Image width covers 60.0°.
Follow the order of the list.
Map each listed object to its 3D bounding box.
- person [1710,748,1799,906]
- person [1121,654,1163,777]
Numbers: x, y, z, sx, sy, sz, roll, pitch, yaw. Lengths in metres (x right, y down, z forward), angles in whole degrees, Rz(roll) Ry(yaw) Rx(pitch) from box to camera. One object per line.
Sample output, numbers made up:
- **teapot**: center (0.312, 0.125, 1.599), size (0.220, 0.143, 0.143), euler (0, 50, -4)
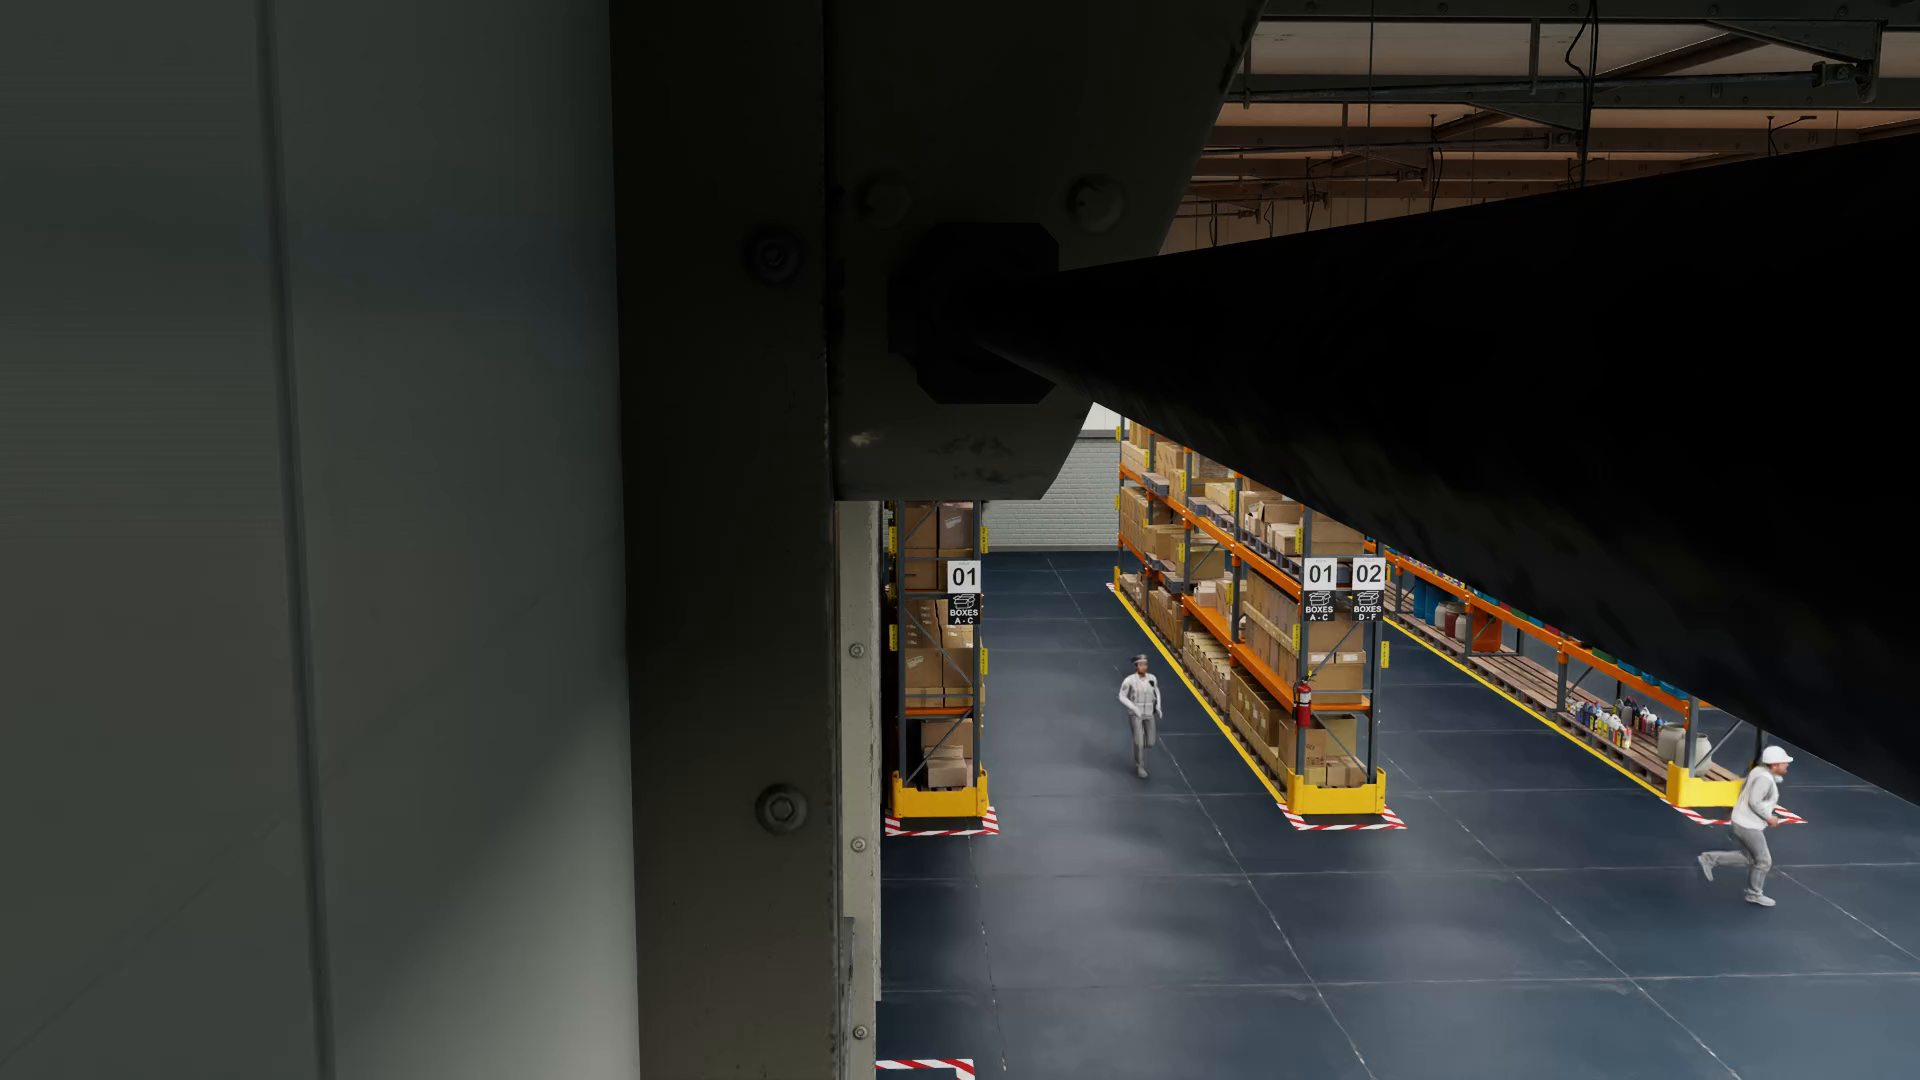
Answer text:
- **person**: center (8.340, 2.997, 17.491), size (0.781, 1.716, 0.634), euler (4, 9, 27)
- **person**: center (2.453, 2.338, 22.197), size (0.611, 1.659, 0.547), euler (-2, 8, -14)
